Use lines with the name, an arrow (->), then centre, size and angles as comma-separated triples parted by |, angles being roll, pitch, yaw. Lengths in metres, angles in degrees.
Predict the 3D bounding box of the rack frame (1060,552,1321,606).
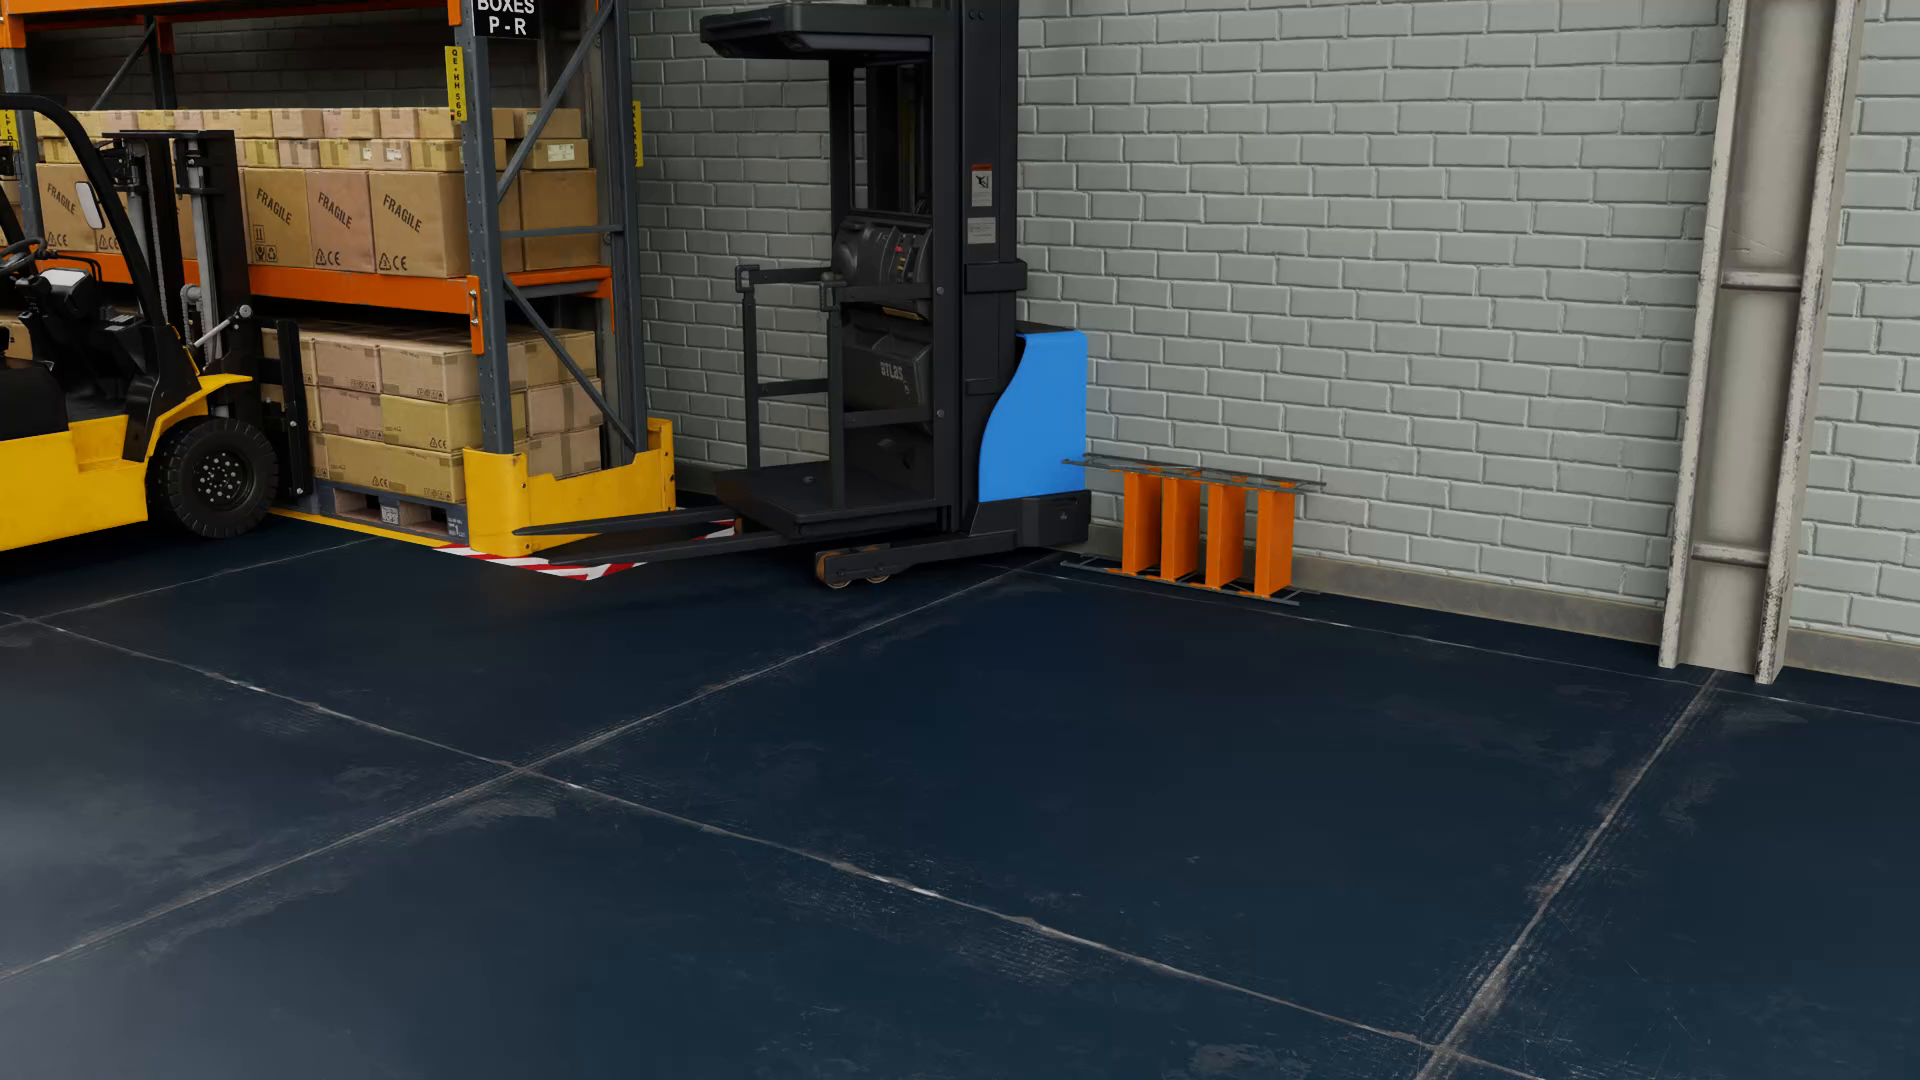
rack frame -> 1.030, 0.171, 7.571 | 1.200, 0.015, 0.240 | 10, 17, 34

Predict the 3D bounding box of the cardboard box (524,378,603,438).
cardboard box -> -2.254, -0.725, 8.818 | 0.500, 0.250, 0.500 | 10, 17, 34

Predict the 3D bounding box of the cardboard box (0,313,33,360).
cardboard box -> -5.738, -1.164, 10.852 | 0.625, 0.625, 0.875 | 10, 17, 35

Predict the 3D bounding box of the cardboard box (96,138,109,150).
cardboard box -> -4.734, -2.250, 9.611 | 0.250, 0.149, 0.380 | 9, 17, 33

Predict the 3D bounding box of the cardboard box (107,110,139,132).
cardboard box -> -4.560, -2.347, 9.384 | 0.250, 0.149, 0.380 | 10, 17, 34

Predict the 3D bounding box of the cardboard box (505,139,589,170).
cardboard box -> -2.116, -1.970, 8.479 | 0.250, 0.149, 0.380 | 9, 16, 31

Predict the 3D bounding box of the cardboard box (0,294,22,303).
cardboard box -> -7.003, -1.370, 11.684 | 0.625, 0.625, 0.875 | 8, 16, 31

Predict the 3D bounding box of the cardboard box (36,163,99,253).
cardboard box -> -5.076, -1.982, 9.881 | 0.500, 0.500, 0.500 | 9, 16, 31

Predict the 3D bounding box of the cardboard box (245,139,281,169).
cardboard box -> -3.502, -2.030, 8.724 | 0.250, 0.149, 0.380 | 9, 17, 33

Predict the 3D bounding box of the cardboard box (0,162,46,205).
cardboard box -> -5.849, -2.230, 10.361 | 0.500, 0.250, 0.500 | 9, 16, 32

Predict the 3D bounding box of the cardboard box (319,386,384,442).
cardboard box -> -2.968, -0.693, 8.689 | 0.500, 0.250, 0.500 | 9, 17, 32

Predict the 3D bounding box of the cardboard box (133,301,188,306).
cardboard box -> -4.783, -1.372, 10.392 | 0.500, 0.250, 0.500 | 10, 17, 34

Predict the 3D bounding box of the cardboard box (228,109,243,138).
cardboard box -> -3.671, -2.227, 8.901 | 0.250, 0.149, 0.380 | 9, 17, 34

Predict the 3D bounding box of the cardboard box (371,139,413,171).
cardboard box -> -2.652, -1.891, 8.163 | 0.250, 0.149, 0.380 | 9, 17, 34

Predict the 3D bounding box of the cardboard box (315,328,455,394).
cardboard box -> -2.963, -0.930, 8.606 | 0.500, 0.250, 0.500 | 10, 17, 34

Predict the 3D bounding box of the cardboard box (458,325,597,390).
cardboard box -> -2.273, -0.966, 8.749 | 0.500, 0.250, 0.500 | 9, 16, 32

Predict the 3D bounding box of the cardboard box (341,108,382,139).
cardboard box -> -2.849, -2.079, 8.304 | 0.250, 0.149, 0.380 | 10, 17, 34

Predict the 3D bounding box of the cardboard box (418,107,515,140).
cardboard box -> -2.395, -2.023, 8.075 | 0.250, 0.149, 0.380 | 9, 17, 33

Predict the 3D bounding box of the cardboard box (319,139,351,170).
cardboard box -> -3.033, -1.974, 8.496 | 0.250, 0.149, 0.380 | 9, 17, 32

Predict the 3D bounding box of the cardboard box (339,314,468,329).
cardboard box -> -3.099, -1.101, 9.296 | 0.500, 0.250, 0.500 | 9, 17, 32

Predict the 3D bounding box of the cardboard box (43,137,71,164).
cardboard box -> -5.181, -2.314, 9.869 | 0.250, 0.149, 0.380 | 9, 16, 32

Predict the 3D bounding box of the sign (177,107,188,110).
sign -> -4.990, -2.615, 10.678 | 0.005, 0.325, 0.100 | 9, 17, 33

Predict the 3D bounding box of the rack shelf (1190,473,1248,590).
rack shelf -> 1.158, -0.044, 7.426 | 0.148, 0.480, 0.258 | 10, 17, 34

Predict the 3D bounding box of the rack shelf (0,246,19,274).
rack shelf -> -6.958, -1.964, 11.513 | 4.000, 0.370, 1.077 | 9, 17, 33

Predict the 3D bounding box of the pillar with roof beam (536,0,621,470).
pillar with roof beam -> -4.457, -3.836, 5.091 | 0.400, 9.000, 9.100 | 9, 17, 33

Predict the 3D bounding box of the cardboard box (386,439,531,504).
cardboard box -> -2.546, -0.378, 8.456 | 0.500, 0.250, 0.500 | 9, 17, 33

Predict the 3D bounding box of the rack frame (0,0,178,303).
rack frame -> -5.299, -2.045, 10.343 | 0.127, 3.000, 1.000 | 9, 17, 33

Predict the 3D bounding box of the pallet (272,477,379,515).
pallet -> -3.646, -0.413, 9.554 | 1.213, 0.211, 1.003 | 9, 17, 33

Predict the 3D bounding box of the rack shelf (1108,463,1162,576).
rack shelf -> 0.812, -0.102, 7.661 | 0.148, 0.480, 0.258 | 10, 17, 34

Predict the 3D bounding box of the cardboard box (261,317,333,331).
cardboard box -> -3.803, -1.065, 9.152 | 0.500, 0.250, 0.500 | 9, 16, 32

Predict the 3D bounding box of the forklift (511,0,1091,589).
forklift -> -0.552, -1.350, 7.677 | 3.031, 2.935, 1.130 | -8, 16, -28

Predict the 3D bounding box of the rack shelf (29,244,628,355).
rack shelf -> -3.639, -1.428, 9.346 | 4.000, 0.370, 1.077 | 9, 17, 33

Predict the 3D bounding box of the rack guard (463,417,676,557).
rack guard -> -1.960, -0.292, 8.464 | 0.348, 0.500, 1.175 | 9, 17, 33

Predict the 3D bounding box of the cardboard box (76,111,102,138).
cardboard box -> -4.923, -2.438, 9.751 | 0.250, 0.149, 0.380 | 9, 17, 34

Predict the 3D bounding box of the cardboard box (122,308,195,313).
cardboard box -> -4.654, -1.202, 9.703 | 0.500, 0.250, 0.500 | 9, 17, 33

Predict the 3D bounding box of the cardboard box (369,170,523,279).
cardboard box -> -2.535, -1.571, 8.219 | 0.500, 0.500, 0.500 | 9, 16, 32

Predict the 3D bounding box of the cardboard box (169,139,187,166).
cardboard box -> -4.135, -2.136, 9.152 | 0.250, 0.149, 0.380 | 9, 16, 31

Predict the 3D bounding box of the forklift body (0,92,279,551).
forklift body -> -4.571, -0.987, 7.836 | 1.214, 2.155, 2.313 | 9, 17, 33

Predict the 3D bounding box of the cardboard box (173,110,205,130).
cardboard box -> -4.087, -2.294, 9.172 | 0.250, 0.149, 0.380 | 9, 17, 33

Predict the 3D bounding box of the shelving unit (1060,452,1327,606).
shelving unit -> 1.030, -0.065, 7.513 | 1.200, 0.503, 0.258 | 10, 17, 34

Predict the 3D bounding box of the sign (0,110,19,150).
sign -> -5.594, -2.459, 9.771 | 0.005, 0.325, 0.100 | 9, 17, 33

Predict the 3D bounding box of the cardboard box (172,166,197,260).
cardboard box -> -4.214, -1.848, 9.338 | 0.500, 0.500, 0.500 | 9, 17, 32

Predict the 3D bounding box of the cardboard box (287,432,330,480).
cardboard box -> -3.363, -0.516, 9.012 | 0.500, 0.250, 0.500 | 9, 17, 33

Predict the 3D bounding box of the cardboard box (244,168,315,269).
cardboard box -> -3.385, -1.711, 8.785 | 0.500, 0.500, 0.500 | 9, 16, 32

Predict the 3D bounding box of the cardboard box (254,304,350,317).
cardboard box -> -3.942, -1.237, 9.845 | 0.500, 0.250, 0.500 | 9, 17, 33

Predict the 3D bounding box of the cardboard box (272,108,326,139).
cardboard box -> -3.292, -2.140, 8.550 | 0.250, 0.149, 0.380 | 10, 17, 34
